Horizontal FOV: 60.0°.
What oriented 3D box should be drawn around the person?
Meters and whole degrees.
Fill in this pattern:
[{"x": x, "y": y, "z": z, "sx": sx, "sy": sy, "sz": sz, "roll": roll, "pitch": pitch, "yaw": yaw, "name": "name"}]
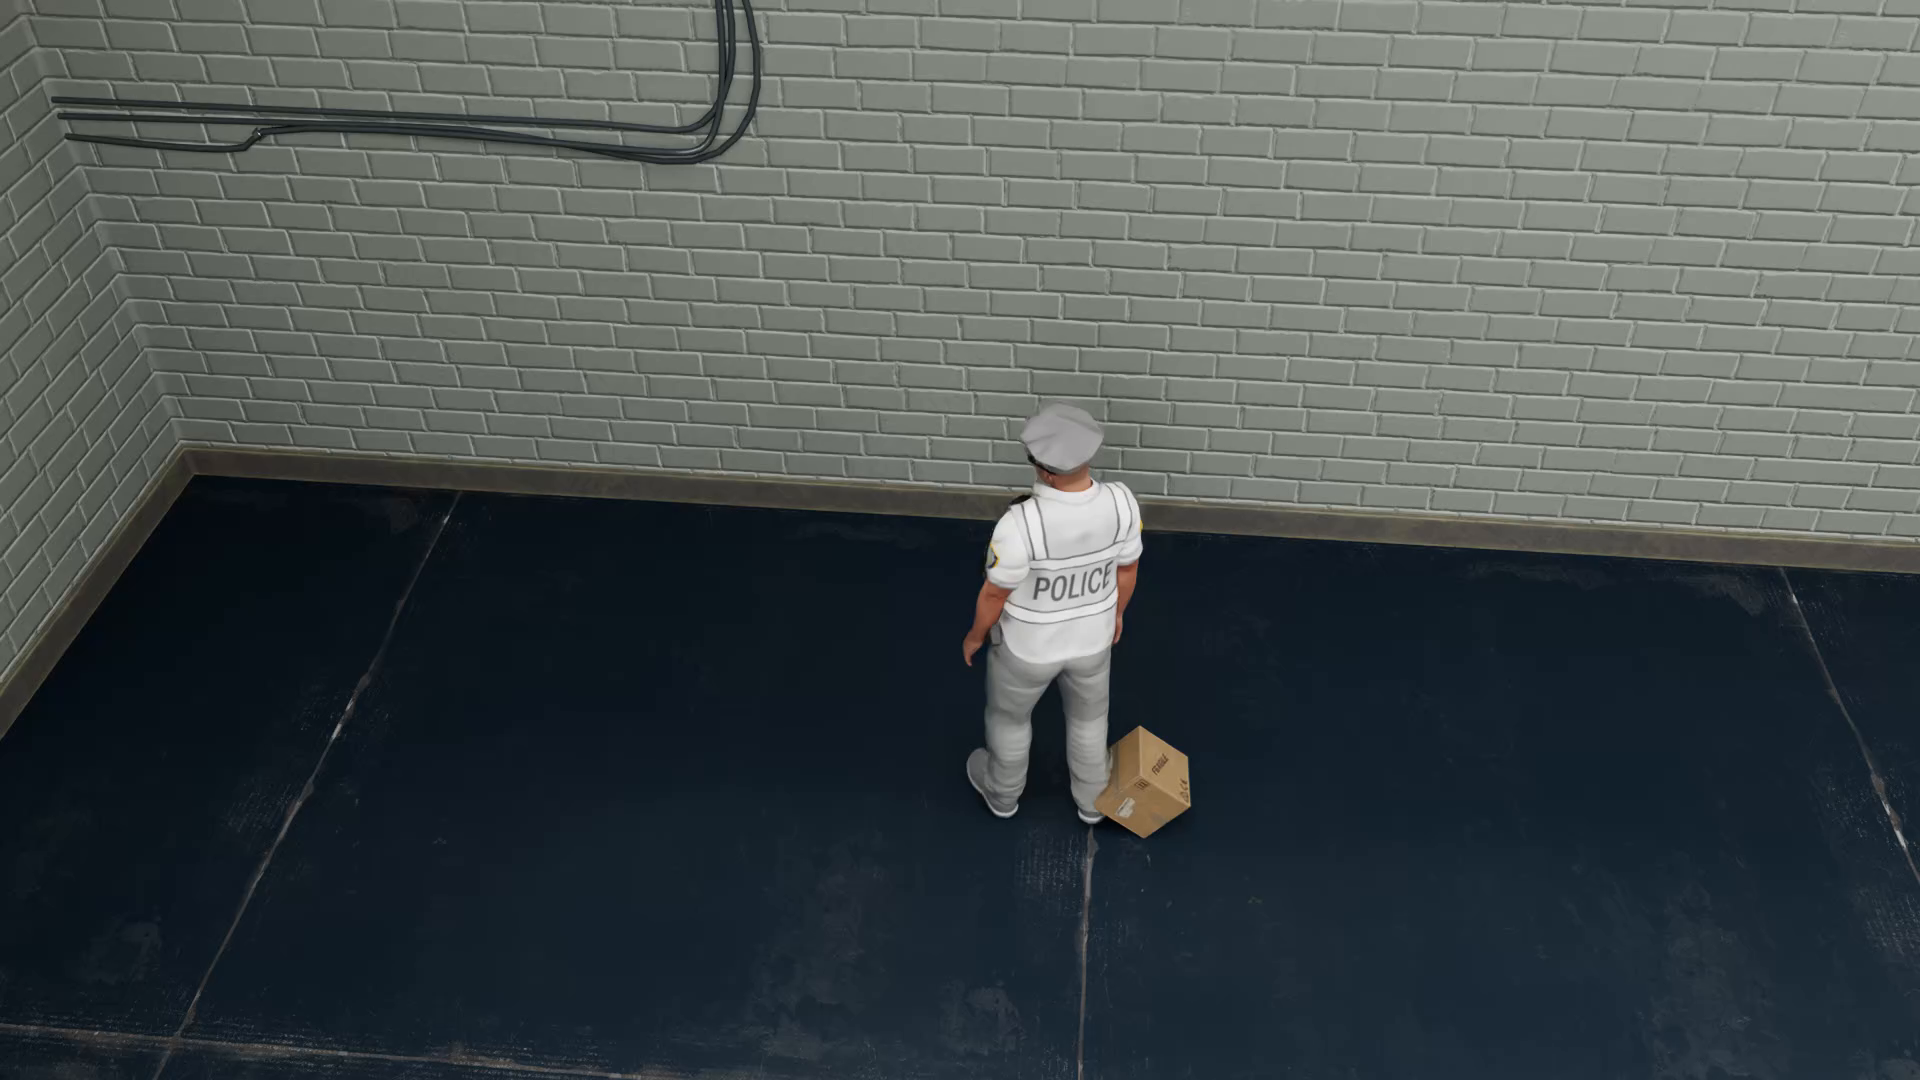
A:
[{"x": 0.311, "y": 0.288, "z": 5.759, "sx": 0.619, "sy": 1.768, "sz": 0.482, "roll": -13, "pitch": 42, "yaw": -16, "name": "person"}]
